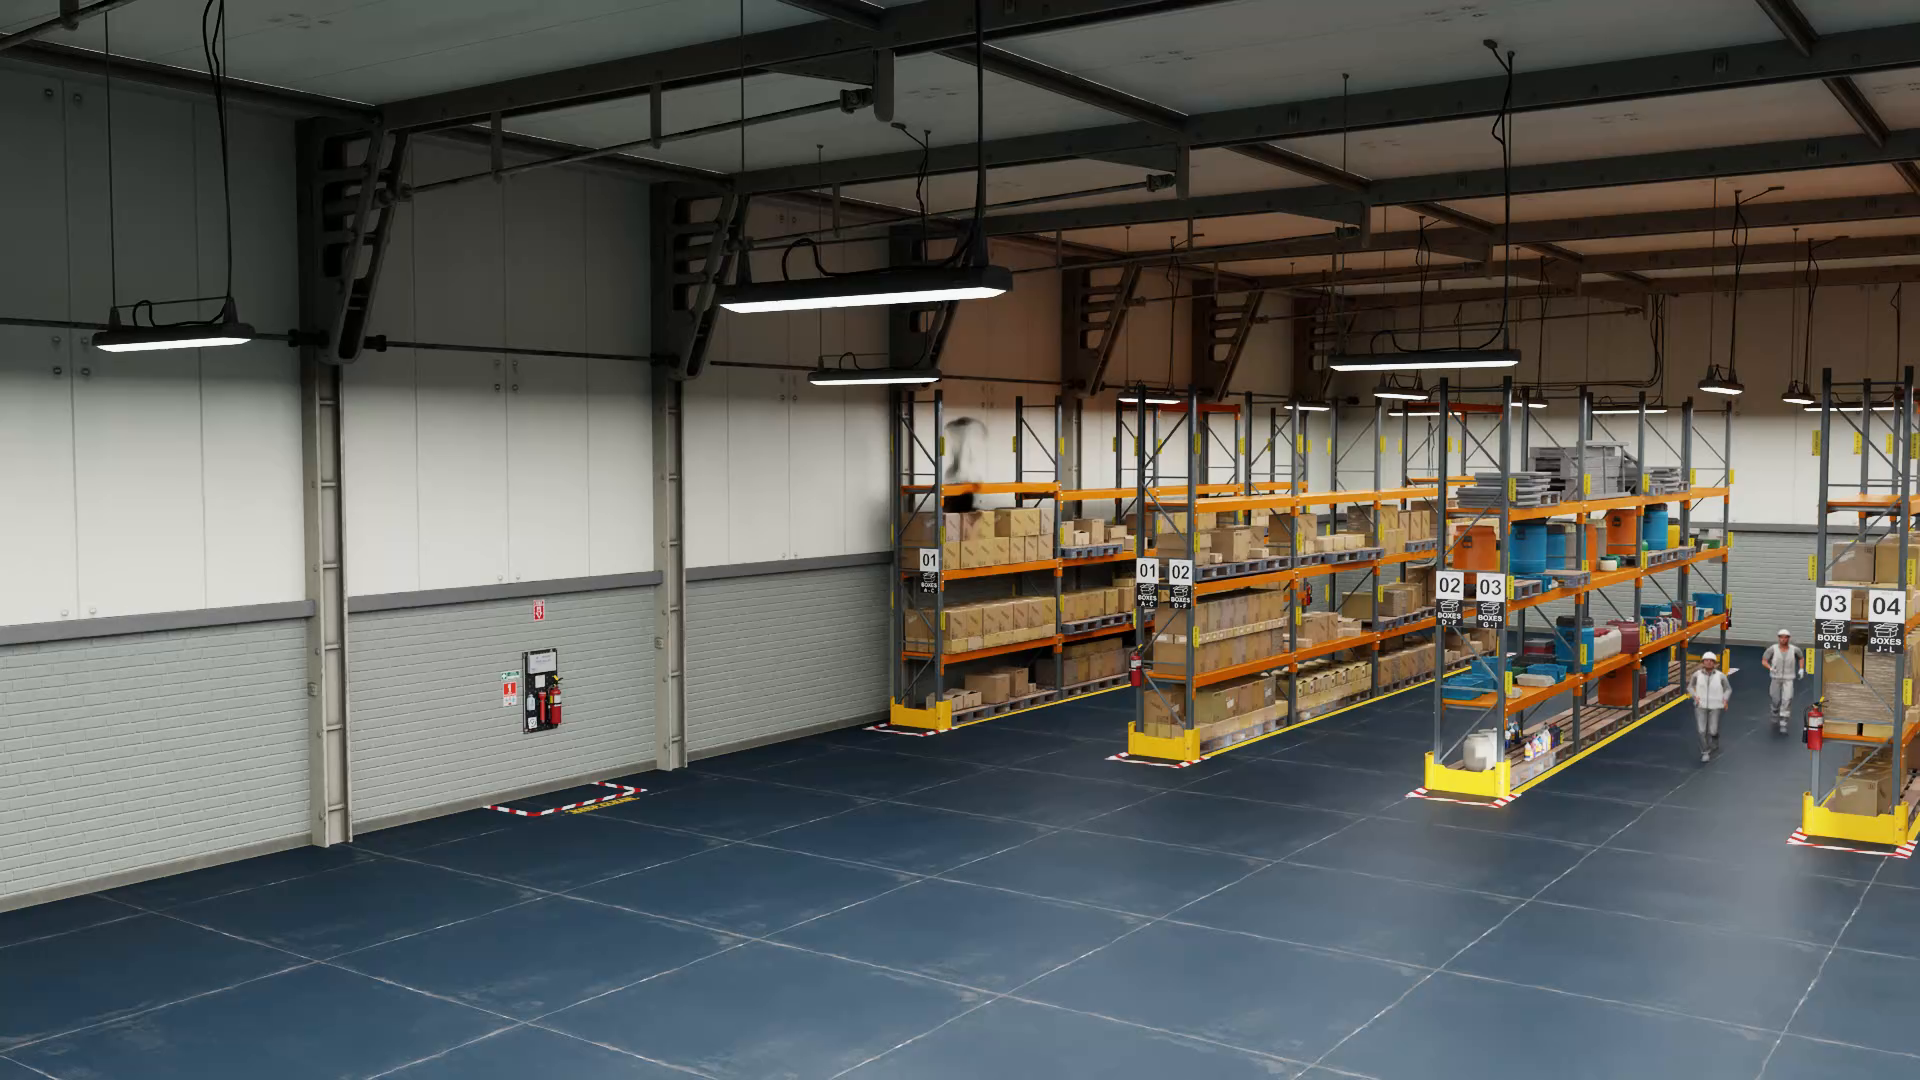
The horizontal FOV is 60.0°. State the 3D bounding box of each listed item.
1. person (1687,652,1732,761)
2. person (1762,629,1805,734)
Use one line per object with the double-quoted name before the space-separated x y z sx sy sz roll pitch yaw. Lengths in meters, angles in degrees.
"person" 11.940 2.654 26.525 0.661 1.731 0.544 2 4 28
"person" 14.470 2.461 29.246 0.676 1.795 0.826 1 4 24
